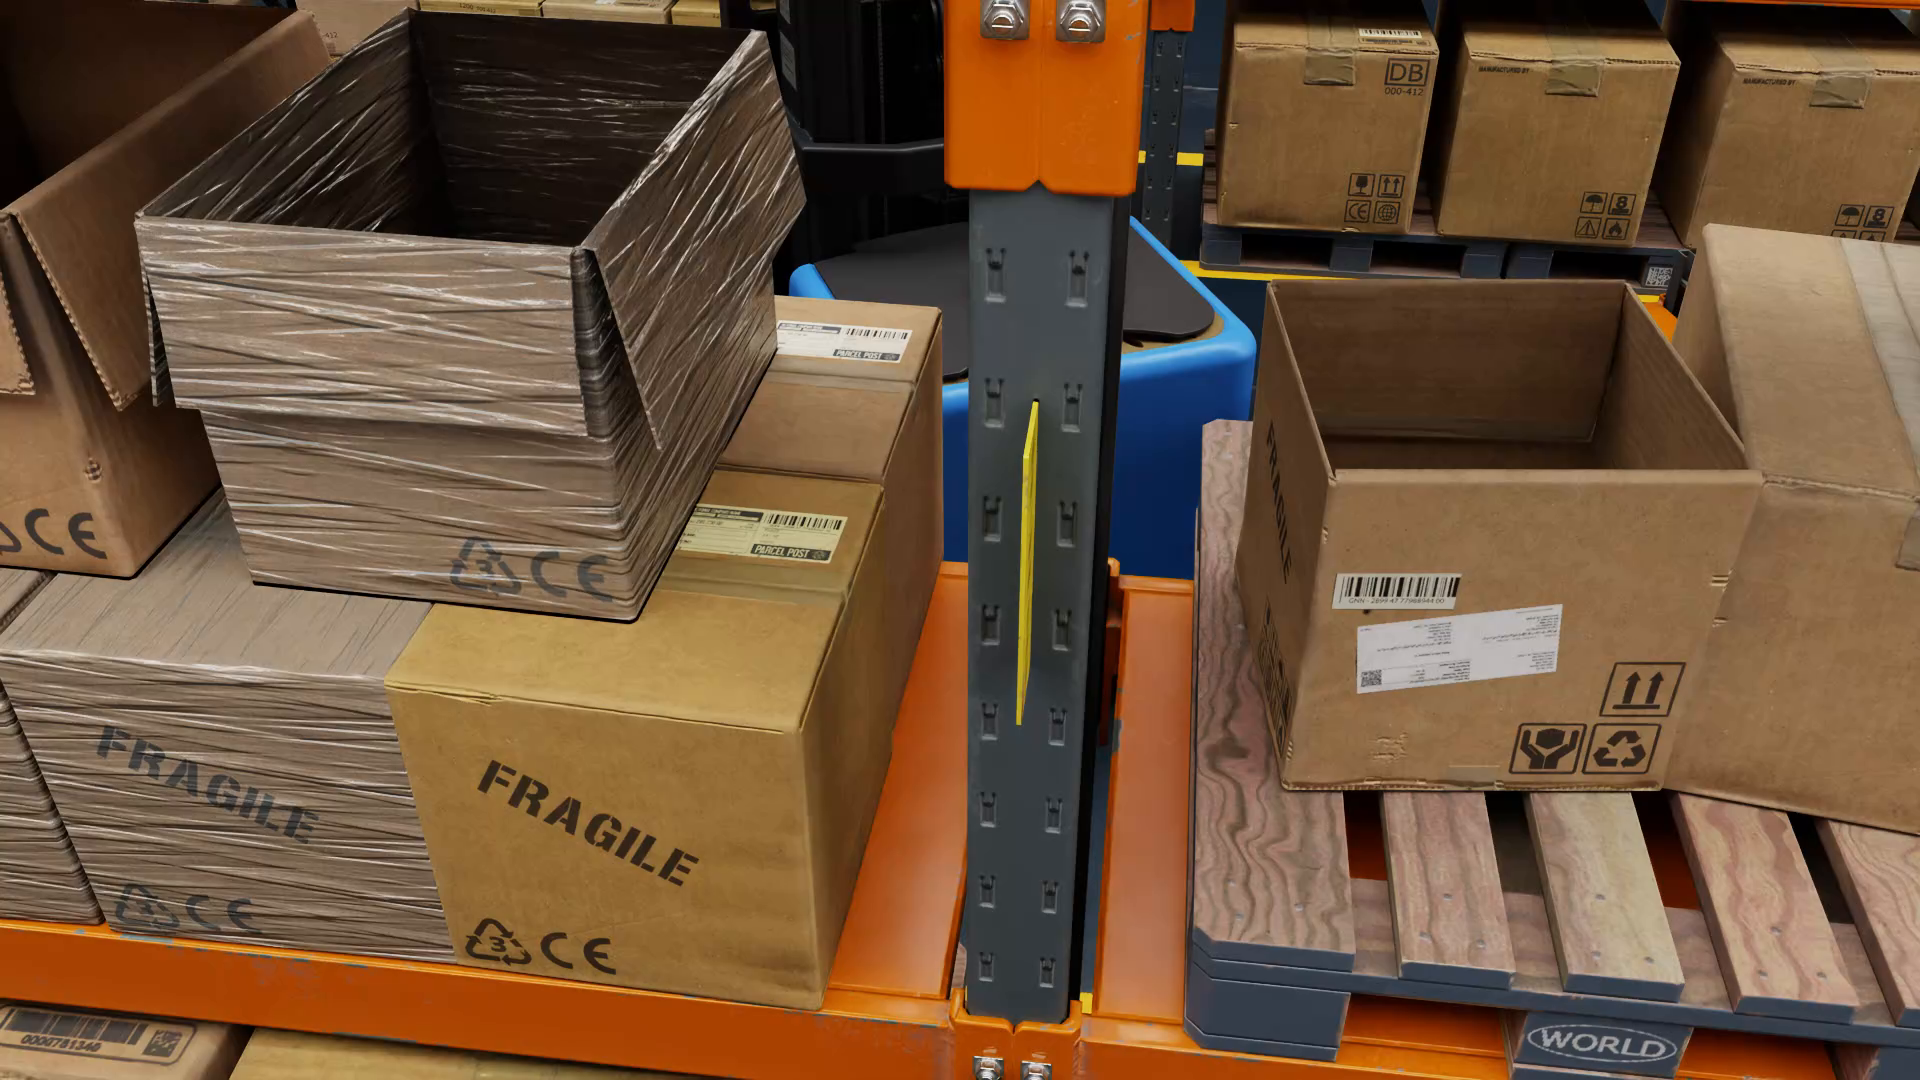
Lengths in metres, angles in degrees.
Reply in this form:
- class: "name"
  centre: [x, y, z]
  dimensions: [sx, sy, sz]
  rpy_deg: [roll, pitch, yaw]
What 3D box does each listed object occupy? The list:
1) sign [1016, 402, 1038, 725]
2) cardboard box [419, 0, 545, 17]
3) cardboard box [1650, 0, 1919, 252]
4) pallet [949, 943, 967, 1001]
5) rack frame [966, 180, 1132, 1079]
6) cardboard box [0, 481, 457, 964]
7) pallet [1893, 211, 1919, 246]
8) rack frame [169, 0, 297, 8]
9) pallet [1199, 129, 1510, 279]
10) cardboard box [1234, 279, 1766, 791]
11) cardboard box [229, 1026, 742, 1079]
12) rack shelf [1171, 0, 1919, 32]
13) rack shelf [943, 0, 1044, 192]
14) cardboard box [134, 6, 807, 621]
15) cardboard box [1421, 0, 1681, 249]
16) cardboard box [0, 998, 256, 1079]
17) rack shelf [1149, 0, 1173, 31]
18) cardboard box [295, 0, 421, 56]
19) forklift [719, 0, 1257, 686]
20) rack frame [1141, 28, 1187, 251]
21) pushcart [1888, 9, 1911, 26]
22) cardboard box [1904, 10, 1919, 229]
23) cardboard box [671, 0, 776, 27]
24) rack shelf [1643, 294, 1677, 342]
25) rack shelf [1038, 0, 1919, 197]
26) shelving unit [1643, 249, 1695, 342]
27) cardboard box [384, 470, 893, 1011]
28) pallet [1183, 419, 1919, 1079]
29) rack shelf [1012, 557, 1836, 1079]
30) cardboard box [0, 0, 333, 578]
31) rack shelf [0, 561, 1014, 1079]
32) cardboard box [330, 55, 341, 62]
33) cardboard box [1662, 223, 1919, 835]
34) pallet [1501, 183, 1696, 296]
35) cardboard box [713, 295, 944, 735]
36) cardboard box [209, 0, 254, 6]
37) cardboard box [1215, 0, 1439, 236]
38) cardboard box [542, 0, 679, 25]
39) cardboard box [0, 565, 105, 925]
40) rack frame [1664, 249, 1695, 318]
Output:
- class: "sign"
  centre: [0.066, 0.028, 1.631]
  dimensions: [0.005, 0.325, 0.100]
  rpy_deg: [4, 36, 6]
- class: "cardboard box"
  centre: [-1.874, -2.181, 6.868]
  dimensions: [0.500, 0.250, 0.500]
  rpy_deg: [5, 36, 7]
- class: "cardboard box"
  centre: [3.249, -1.698, 6.622]
  dimensions: [0.750, 0.750, 1.050]
  rpy_deg: [4, 36, 6]
- class: "pallet"
  centre: [-0.639, 1.213, 3.369]
  dimensions: [1.213, 0.211, 1.003]
  rpy_deg: [4, 36, 6]
- class: "rack frame"
  centre: [0.133, 0.180, 2.416]
  dimensions: [0.127, 3.000, 1.000]
  rpy_deg: [4, 36, 6]
- class: "cardboard box"
  centre: [-0.882, 0.205, 2.295]
  dimensions: [0.500, 0.500, 0.500]
  rpy_deg: [4, 36, 6]
- class: "pallet"
  centre: [4.058, -1.253, 6.825]
  dimensions: [1.213, 0.211, 1.003]
  rpy_deg: [4, 36, 6]
- class: "rack frame"
  centre: [-3.102, -2.967, 6.825]
  dimensions: [0.127, 3.000, 1.000]
  rpy_deg: [4, 36, 6]
- class: "pallet"
  centre: [1.638, -1.434, 7.078]
  dimensions: [1.213, 0.211, 1.003]
  rpy_deg: [4, 36, 6]
- class: "cardboard box"
  centre: [0.674, -0.015, 2.241]
  dimensions: [0.500, 0.500, 0.500]
  rpy_deg: [0, 36, 0]
- class: "cardboard box"
  centre: [-0.549, 0.811, 3.000]
  dimensions: [0.875, 0.875, 1.225]
  rpy_deg: [3, 36, 4]
- class: "rack shelf"
  centre: [2.849, -2.230, 6.412]
  dimensions: [4.000, 0.370, 1.077]
  rpy_deg: [4, 36, 6]
- class: "rack shelf"
  centre: [-1.851, -0.896, 1.961]
  dimensions: [4.000, 0.370, 1.077]
  rpy_deg: [4, 36, 6]
- class: "cardboard box"
  centre: [-0.590, -0.333, 2.185]
  dimensions: [0.637, 0.503, 0.797]
  rpy_deg: [5, 36, 8]
- class: "cardboard box"
  centre: [2.325, -1.766, 6.718]
  dimensions: [0.750, 0.750, 1.050]
  rpy_deg: [5, 36, 7]
- class: "cardboard box"
  centre: [-1.432, 0.740, 3.098]
  dimensions: [0.875, 0.875, 1.225]
  rpy_deg: [4, 36, 6]
- class: "rack shelf"
  centre: [-1.119, -2.526, 6.826]
  dimensions: [4.000, 0.370, 1.077]
  rpy_deg: [4, 36, 6]
- class: "cardboard box"
  centre: [-2.403, -2.219, 6.921]
  dimensions: [0.500, 0.250, 0.500]
  rpy_deg: [3, 36, 4]
- class: "forklift"
  centre: [-0.208, -1.537, 4.881]
  dimensions: [1.130, 2.935, 3.031]
  rpy_deg: [-12, 37, -16]
- class: "rack frame"
  centre: [0.865, -2.671, 6.410]
  dimensions: [0.127, 3.000, 1.000]
  rpy_deg: [4, 36, 6]
- class: "pushcart"
  centre: [5.122, -2.850, 8.918]
  dimensions: [0.936, 0.377, 1.648]
  rpy_deg: [-7, 36, -10]
- class: "cardboard box"
  centre: [4.205, -1.624, 6.519]
  dimensions: [0.750, 0.750, 1.050]
  rpy_deg: [4, 36, 6]
- class: "cardboard box"
  centre: [-0.851, -2.107, 6.765]
  dimensions: [0.500, 0.250, 0.500]
  rpy_deg: [5, 36, 7]
- class: "rack shelf"
  centre: [1.455, -0.348, 4.266]
  dimensions: [1.000, 0.278, 0.538]
  rpy_deg: [-6, 36, -9]
- class: "rack shelf"
  centre: [2.117, -0.600, 1.546]
  dimensions: [4.000, 0.370, 1.077]
  rpy_deg: [4, 36, 6]
- class: "shelving unit"
  centre: [1.455, -0.110, 4.436]
  dimensions: [1.048, 1.125, 0.538]
  rpy_deg: [-6, 36, -9]
- class: "cardboard box"
  centre: [-0.388, 0.245, 2.238]
  dimensions: [0.500, 0.500, 0.500]
  rpy_deg: [5, 36, 7]
- class: "pallet"
  centre: [0.854, 0.249, 2.484]
  dimensions: [1.003, 0.211, 1.213]
  rpy_deg: [4, 36, 6]
- class: "rack shelf"
  centre: [2.117, 0.620, 2.418]
  dimensions: [4.000, 0.370, 1.077]
  rpy_deg: [4, 36, 6]
- class: "cardboard box"
  centre: [-1.236, -0.383, 2.254]
  dimensions: [0.637, 0.503, 0.797]
  rpy_deg: [5, 36, 7]
- class: "rack shelf"
  centre: [-1.851, 0.325, 2.832]
  dimensions: [4.000, 0.370, 1.077]
  rpy_deg: [4, 36, 6]
- class: "cardboard box"
  centre: [-2.403, -1.913, 7.138]
  dimensions: [0.500, 0.500, 0.500]
  rpy_deg: [6, 36, 8]
- class: "cardboard box"
  centre: [1.240, -0.031, 2.264]
  dimensions: [0.500, 0.500, 0.700]
  rpy_deg: [9, 37, 13]
- class: "pallet"
  centre: [2.844, -1.342, 6.949]
  dimensions: [1.213, 0.211, 1.003]
  rpy_deg: [4, 36, 6]
- class: "cardboard box"
  centre: [-0.314, -0.054, 2.657]
  dimensions: [0.500, 0.500, 0.500]
  rpy_deg: [5, 36, 7]
- class: "cardboard box"
  centre: [-3.418, -2.364, 7.561]
  dimensions: [0.250, 0.149, 0.380]
  rpy_deg: [6, 36, 8]
- class: "cardboard box"
  centre: [1.458, -1.829, 6.806]
  dimensions: [0.750, 0.750, 1.050]
  rpy_deg: [4, 36, 5]
- class: "cardboard box"
  centre: [-1.369, -2.140, 6.811]
  dimensions: [0.500, 0.250, 0.500]
  rpy_deg: [6, 36, 8]
- class: "cardboard box"
  centre: [-1.397, 0.168, 2.346]
  dimensions: [0.500, 0.500, 0.500]
  rpy_deg: [3, 36, 4]
- class: "rack frame"
  centre: [1.954, -0.166, 4.514]
  dimensions: [0.032, 1.125, 0.500]
  rpy_deg: [-6, 36, -9]
